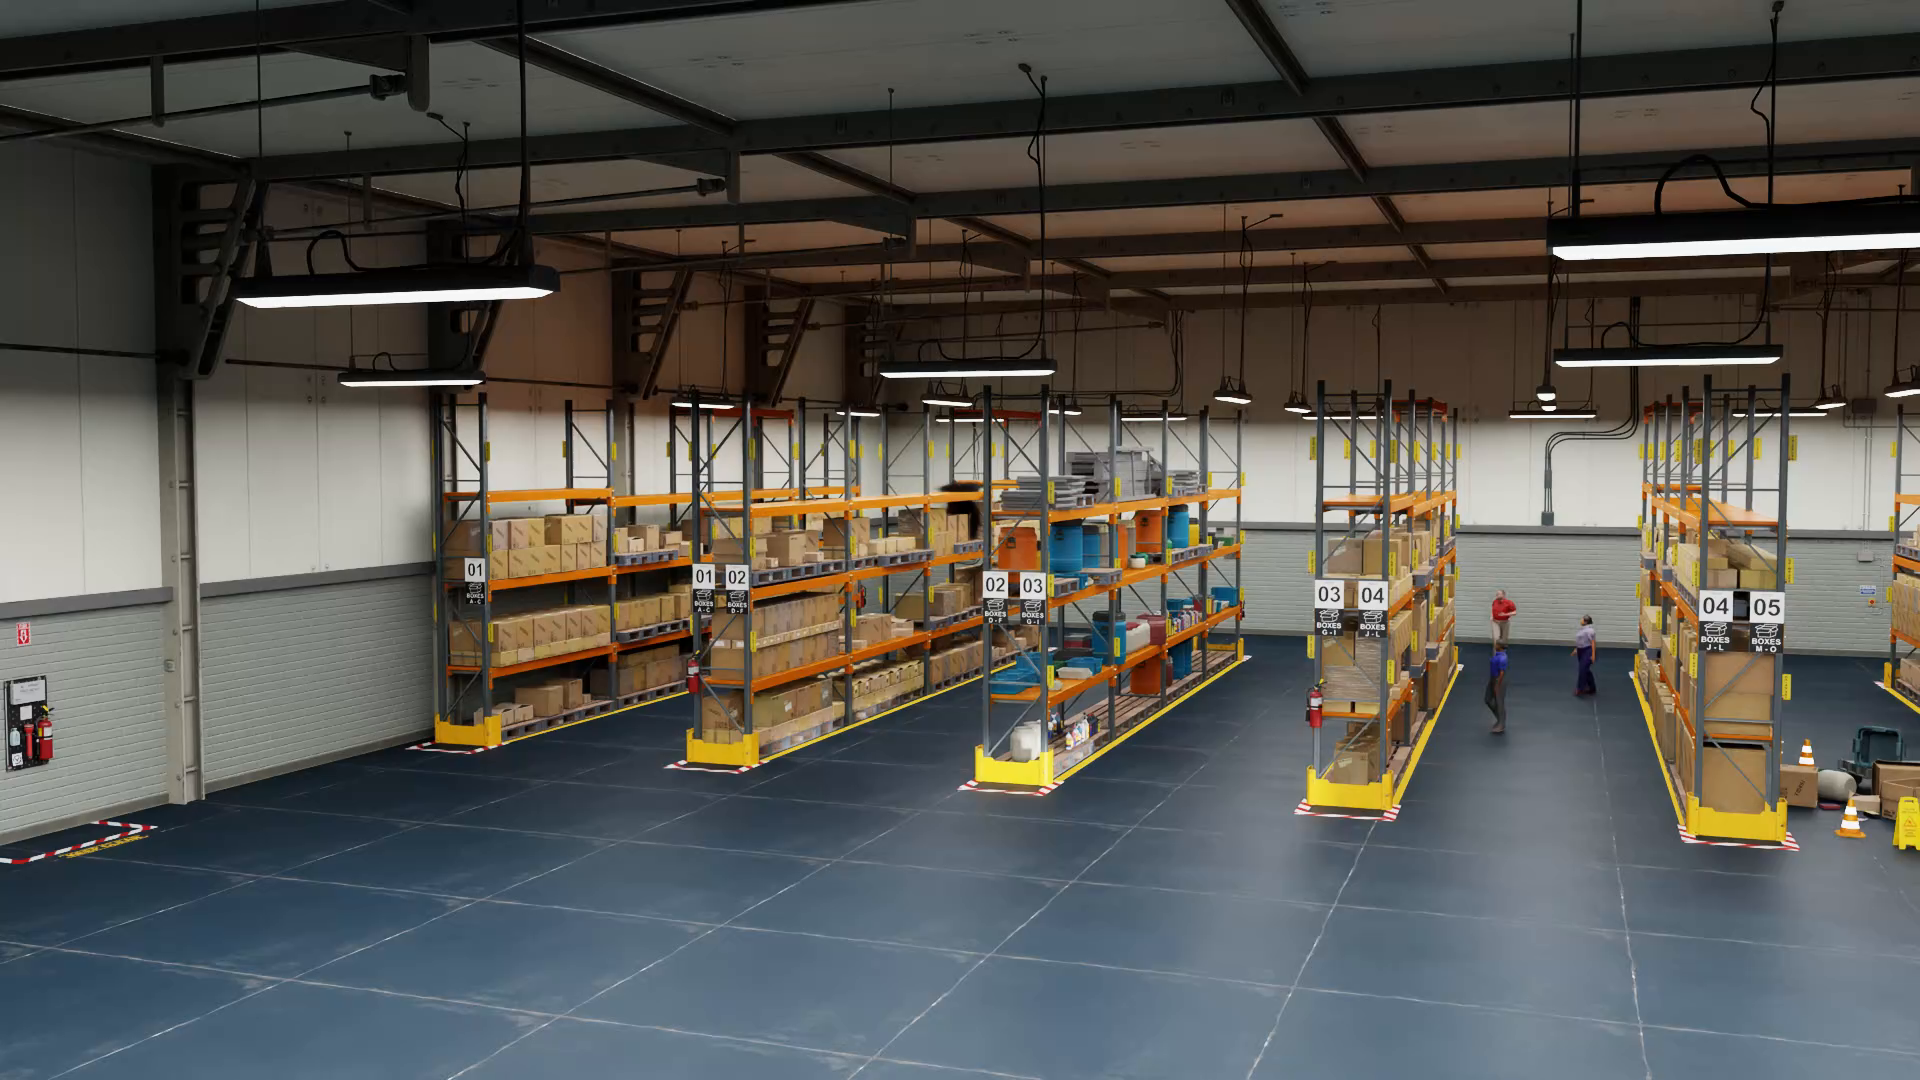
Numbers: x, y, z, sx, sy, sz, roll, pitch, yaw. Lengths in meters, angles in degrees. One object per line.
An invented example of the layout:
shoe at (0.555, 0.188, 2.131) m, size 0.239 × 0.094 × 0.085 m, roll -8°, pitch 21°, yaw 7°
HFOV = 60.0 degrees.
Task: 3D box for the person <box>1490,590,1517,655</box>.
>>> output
person at (12.844, 2.026, 39.319) m, size 0.588 × 1.710 × 1.014 m, roll 1°, pitch 3°, yaw 17°

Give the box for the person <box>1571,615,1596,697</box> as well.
person at (12.810, 2.407, 34.191) m, size 0.733 × 1.563 × 0.548 m, roll -1°, pitch 3°, yaw -17°

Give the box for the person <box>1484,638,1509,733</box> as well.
person at (9.660, 2.588, 29.803) m, size 0.430 × 1.669 × 0.535 m, roll 0°, pitch 3°, yaw -5°

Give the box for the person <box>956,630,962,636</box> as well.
person at (-0.180, 1.883, 43.562) m, size 0.577 × 1.609 × 0.524 m, roll 1°, pitch 3°, yaw 23°
